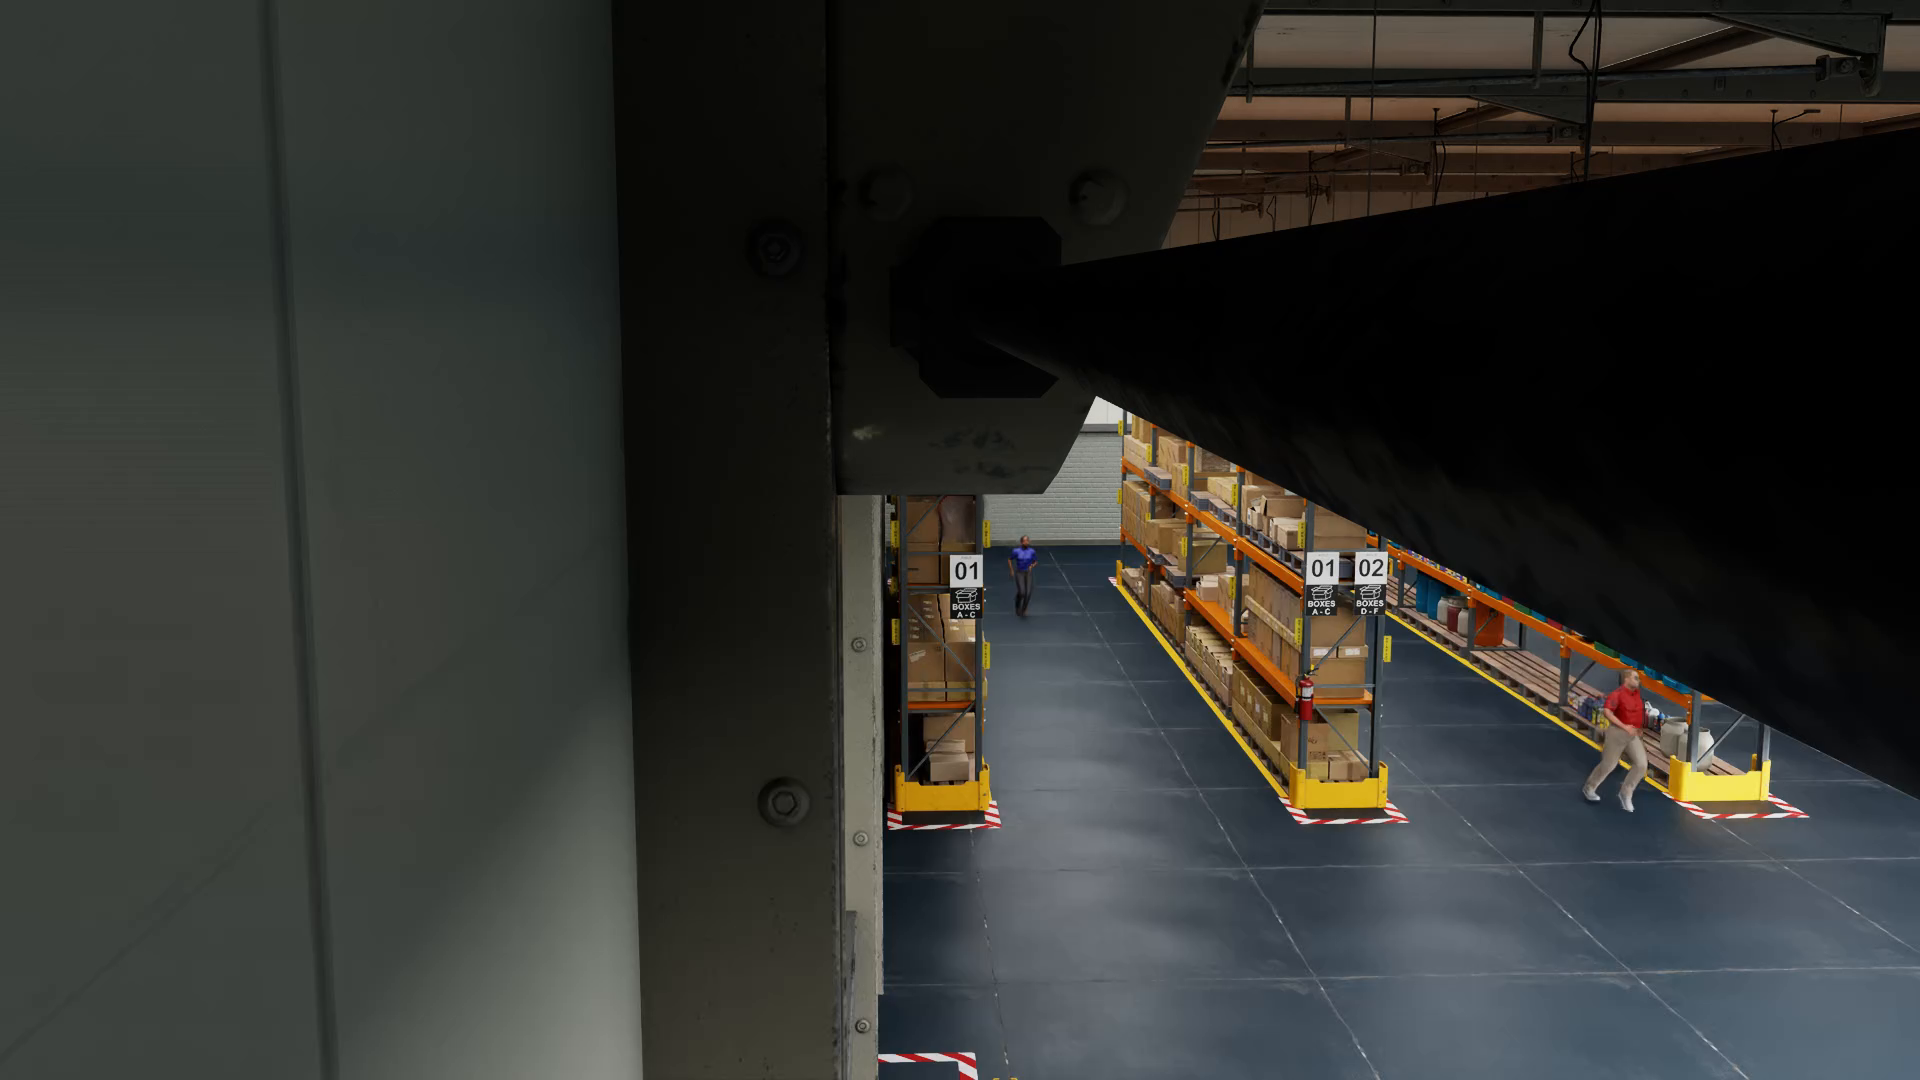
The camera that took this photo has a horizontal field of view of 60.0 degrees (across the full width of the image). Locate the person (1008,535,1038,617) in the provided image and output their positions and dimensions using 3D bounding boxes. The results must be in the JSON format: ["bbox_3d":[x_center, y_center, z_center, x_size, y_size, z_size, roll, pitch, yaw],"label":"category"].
[{"bbox_3d":[1.254,0.719,32.592,0.545,1.620,0.620,-2,9,-12],"label":"person"}]

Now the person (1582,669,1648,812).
[{"bbox_3d":[8.253,2.473,20.712,0.730,1.757,0.697,-4,9,-26],"label":"person"}]
